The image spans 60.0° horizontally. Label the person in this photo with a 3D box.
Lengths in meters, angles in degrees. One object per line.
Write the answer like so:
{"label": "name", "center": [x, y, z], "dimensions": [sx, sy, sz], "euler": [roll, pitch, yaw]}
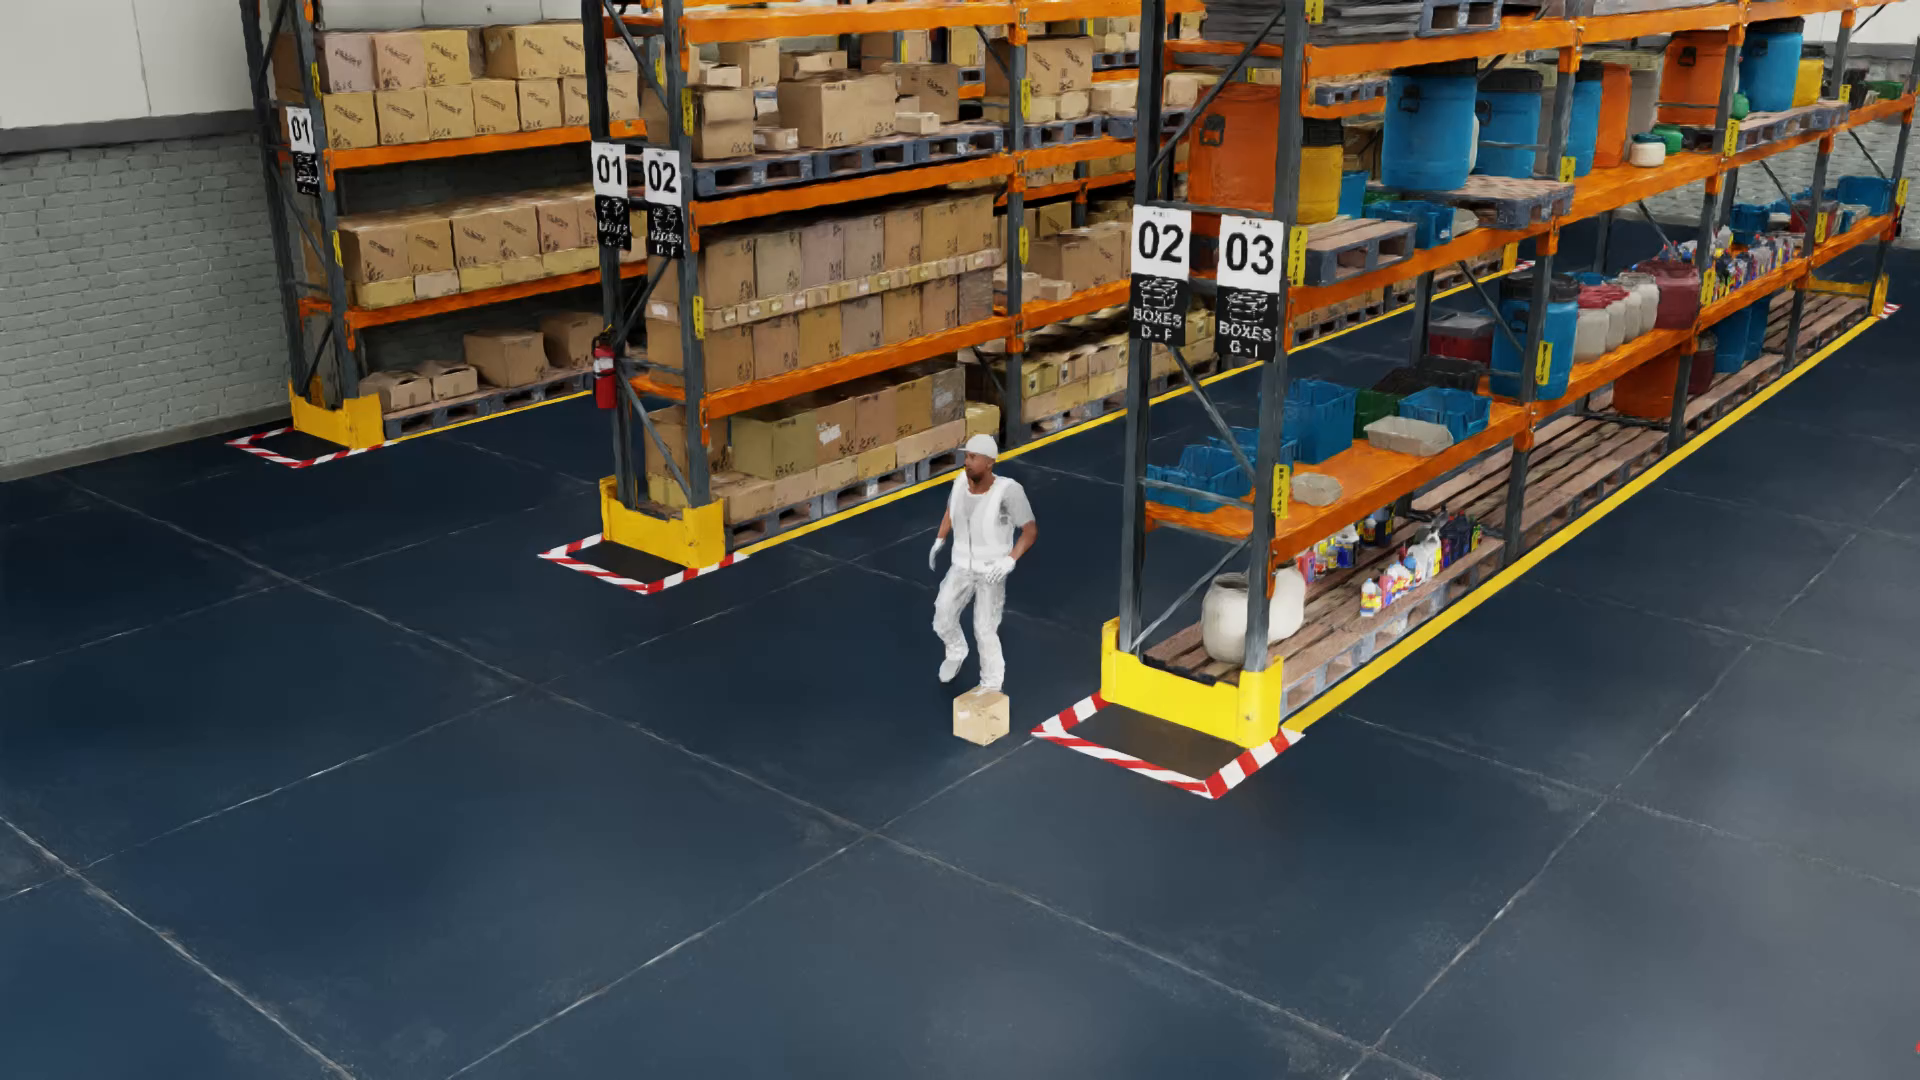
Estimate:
{"label": "person", "center": [0.132, 0.188, 10.582], "dimensions": [0.734, 1.750, 0.515], "euler": [11, 23, 27]}
